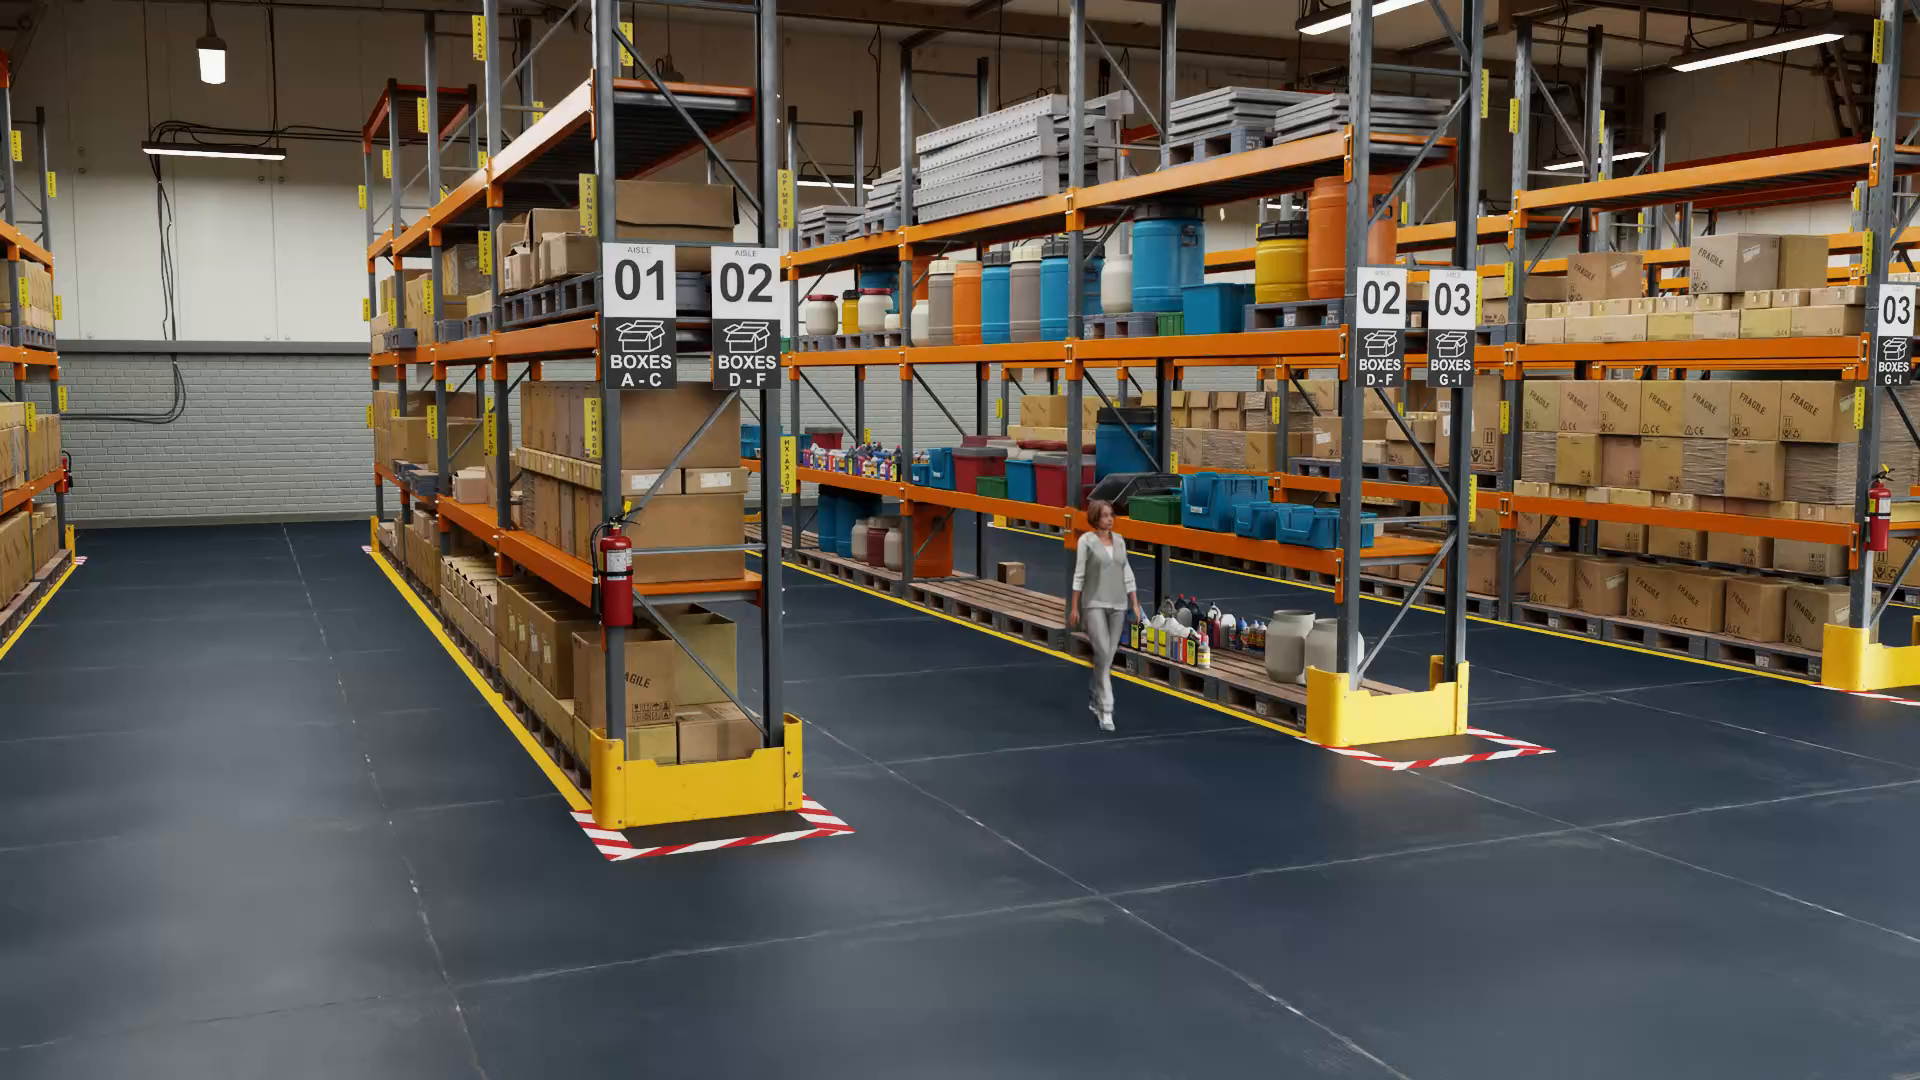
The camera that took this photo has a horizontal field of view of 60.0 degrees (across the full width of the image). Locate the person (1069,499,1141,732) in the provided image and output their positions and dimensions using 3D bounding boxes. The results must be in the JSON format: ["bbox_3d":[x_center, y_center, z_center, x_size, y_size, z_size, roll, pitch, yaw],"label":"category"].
[{"bbox_3d":[1.055,0.530,11.927,0.454,1.640,0.621,-2,6,-24],"label":"person"}]
